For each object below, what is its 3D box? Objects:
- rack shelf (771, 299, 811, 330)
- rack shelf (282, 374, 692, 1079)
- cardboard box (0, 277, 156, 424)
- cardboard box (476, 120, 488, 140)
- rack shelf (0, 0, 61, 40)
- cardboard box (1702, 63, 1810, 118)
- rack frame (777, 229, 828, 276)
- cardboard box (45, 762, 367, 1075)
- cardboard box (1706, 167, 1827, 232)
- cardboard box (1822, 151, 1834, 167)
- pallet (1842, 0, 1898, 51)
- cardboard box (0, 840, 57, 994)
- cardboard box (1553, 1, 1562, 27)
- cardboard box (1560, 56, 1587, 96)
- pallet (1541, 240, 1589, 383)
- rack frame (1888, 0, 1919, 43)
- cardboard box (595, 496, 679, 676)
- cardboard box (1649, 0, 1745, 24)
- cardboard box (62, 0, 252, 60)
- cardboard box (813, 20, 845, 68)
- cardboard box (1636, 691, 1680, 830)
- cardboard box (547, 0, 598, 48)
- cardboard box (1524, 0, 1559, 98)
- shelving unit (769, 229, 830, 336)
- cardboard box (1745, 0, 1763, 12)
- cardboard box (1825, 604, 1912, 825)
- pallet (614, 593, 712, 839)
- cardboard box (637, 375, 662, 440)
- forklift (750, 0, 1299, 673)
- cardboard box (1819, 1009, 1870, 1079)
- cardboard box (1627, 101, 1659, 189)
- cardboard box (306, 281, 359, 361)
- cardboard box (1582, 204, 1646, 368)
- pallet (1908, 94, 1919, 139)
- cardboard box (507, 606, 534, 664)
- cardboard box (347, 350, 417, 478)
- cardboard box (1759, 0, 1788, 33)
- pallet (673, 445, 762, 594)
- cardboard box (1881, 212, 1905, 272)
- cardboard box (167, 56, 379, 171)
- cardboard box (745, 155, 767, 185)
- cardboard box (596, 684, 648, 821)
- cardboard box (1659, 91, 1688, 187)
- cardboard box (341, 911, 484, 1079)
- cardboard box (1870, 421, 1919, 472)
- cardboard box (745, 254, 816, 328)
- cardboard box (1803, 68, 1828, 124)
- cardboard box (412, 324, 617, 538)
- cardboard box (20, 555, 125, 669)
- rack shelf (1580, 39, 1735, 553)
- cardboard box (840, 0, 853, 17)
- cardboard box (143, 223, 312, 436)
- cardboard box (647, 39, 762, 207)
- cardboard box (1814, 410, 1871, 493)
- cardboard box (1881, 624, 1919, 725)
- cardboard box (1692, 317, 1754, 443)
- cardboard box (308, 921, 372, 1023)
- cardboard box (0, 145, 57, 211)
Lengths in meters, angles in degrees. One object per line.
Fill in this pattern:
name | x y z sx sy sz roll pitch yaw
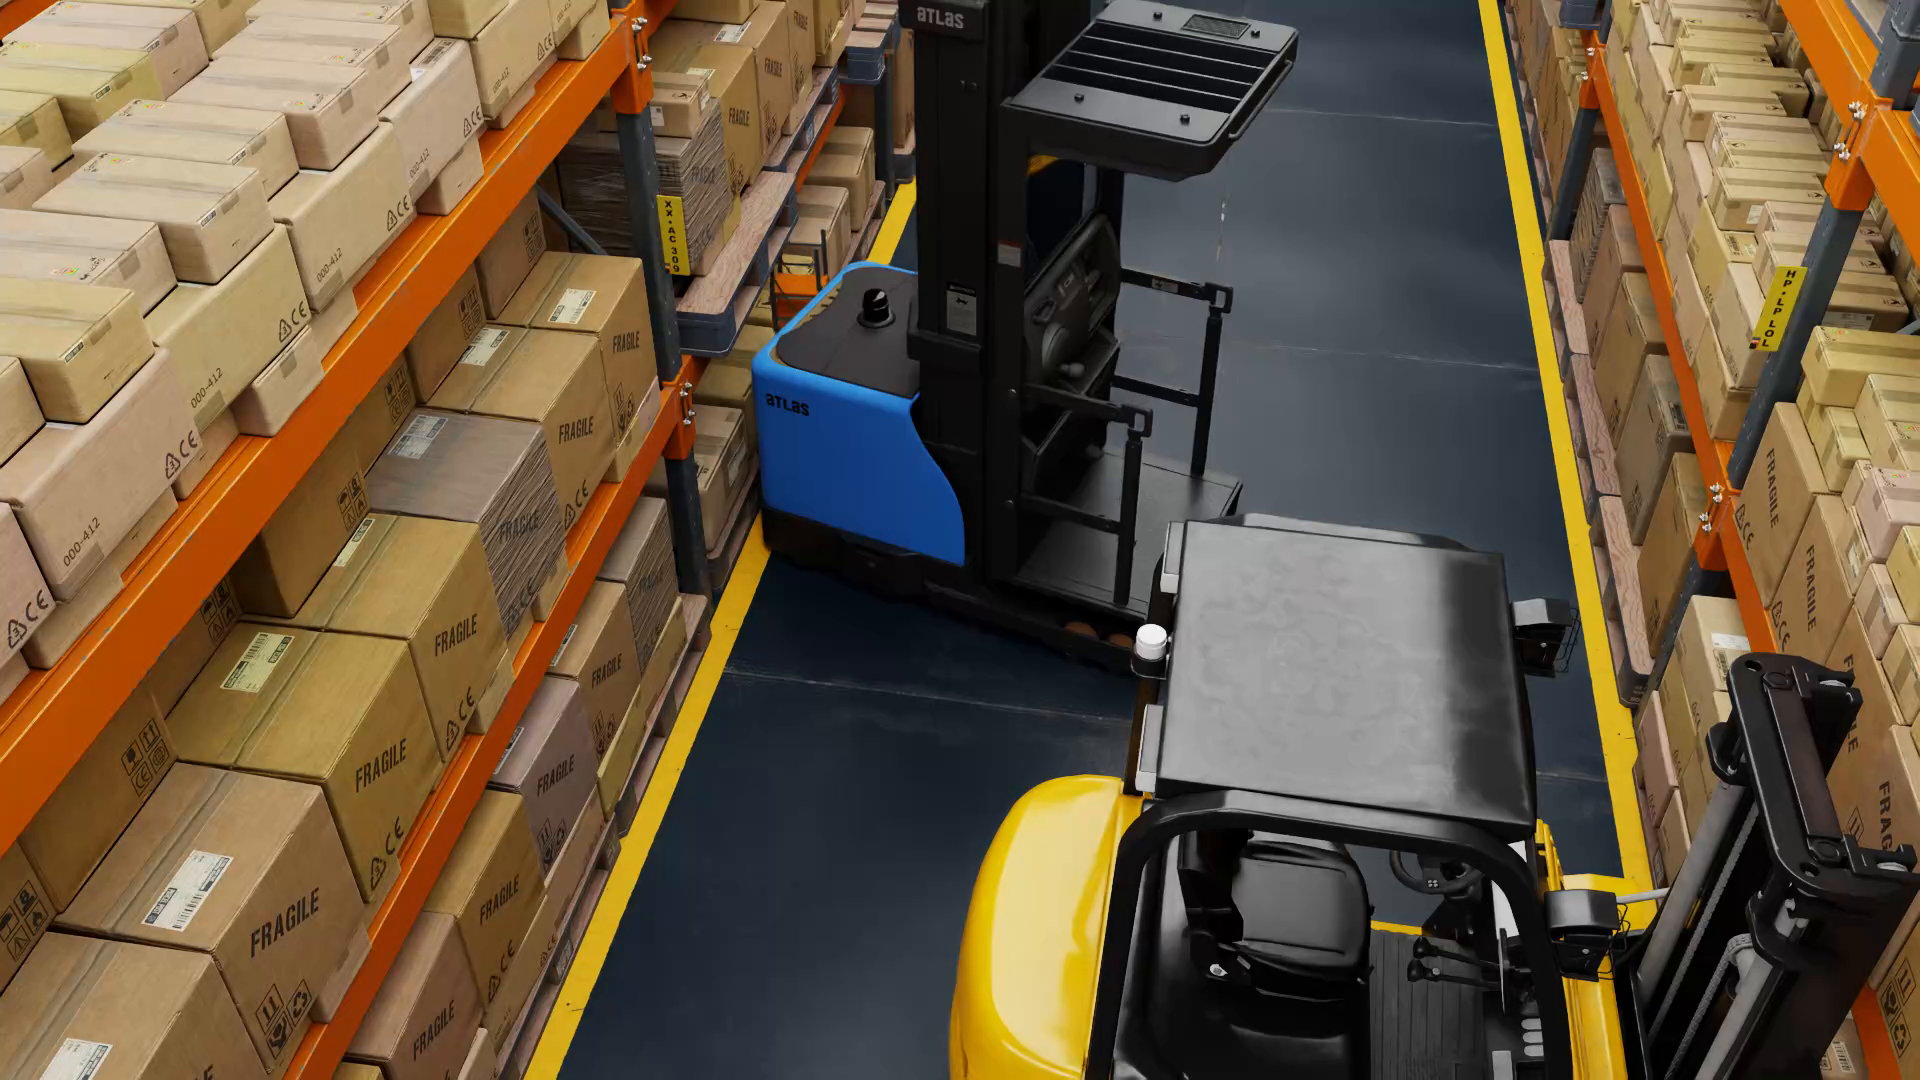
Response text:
rack shelf | -0.750 -1.073 7.894 0.258 0.103 0.180 3 40 5
rack shelf | -1.950 0.681 5.233 1.077 0.370 4.000 6 40 8
cardboard box | -1.785 -0.367 3.154 0.380 0.149 0.250 6 40 8
cardboard box | -1.600 -1.213 4.803 0.380 0.149 0.250 5 40 6
rack shelf | -6.151 -2.311 8.853 1.077 0.370 4.000 6 40 8
cardboard box | 3.469 -1.952 7.267 0.380 0.149 0.250 6 40 8
rack frame | -0.738 -0.980 8.089 0.240 1.200 0.006 3 40 5
cardboard box | -1.855 0.914 4.075 0.500 0.500 0.500 8 40 9
cardboard box | 3.162 -1.325 6.508 0.380 0.149 0.250 5 40 6
cardboard box | 3.823 -1.366 6.871 0.500 0.250 0.500 5 40 7
pallet | 3.425 -1.943 5.639 0.805 0.209 1.217 5 40 6
cardboard box | -2.423 0.776 3.458 0.700 0.500 0.500 5 40 7
cardboard box | 4.071 -3.432 10.767 0.380 0.149 0.250 5 40 6
cardboard box | 3.830 -2.778 9.975 0.380 0.149 0.250 4 40 5
pallet | 3.797 -1.229 9.168 1.003 0.211 1.213 6 40 8
rack frame | 3.285 -2.618 3.951 1.000 3.000 0.127 6 40 8
cardboard box | -1.442 0.159 6.541 0.500 0.500 0.500 6 40 7
cardboard box | 3.568 -2.606 8.057 0.380 0.149 0.250 7 40 9
cardboard box | -2.116 -1.402 4.405 0.380 0.149 0.250 5 40 6
cardboard box | -0.797 -2.524 8.413 0.380 0.149 0.250 7 40 8
cardboard box | 2.876 0.859 6.282 0.500 0.250 0.500 7 40 8
cardboard box | -1.416 -1.756 5.147 0.500 0.250 0.500 6 40 7
cardboard box | 4.095 -3.274 11.085 0.500 0.500 0.500 5 40 6
shelving unit | -0.748 -0.922 8.019 0.258 1.200 0.189 3 40 5
cardboard box | 4.174 -2.639 8.410 0.500 0.250 0.500 7 40 9
cardboard box | 2.791 0.552 4.747 0.500 0.500 0.500 6 40 7
pallet | -1.685 0.649 6.896 1.003 0.211 1.213 6 40 8
cardboard box | -1.359 -0.519 6.318 0.380 0.149 0.250 6 40 7
forklift | 0.643 -0.948 6.694 3.031 2.935 1.130 17 42 19
cardboard box | 2.621 1.437 4.798 0.500 0.250 0.500 6 40 7
cardboard box | 3.486 -1.868 7.870 0.500 0.250 0.500 5 40 6
cardboard box | -1.694 -0.554 4.006 0.380 0.149 0.250 5 40 6
cardboard box | 3.751 -1.262 8.554 0.875 0.625 0.625 8 40 9
pallet | 3.163 -0.890 4.285 1.003 0.211 1.213 6 40 8
cardboard box | -1.606 0.276 5.356 0.380 0.149 0.250 6 40 7
cardboard box | -2.117 -0.507 5.010 0.700 0.500 0.500 6 40 7
cardboard box | 4.080 -2.546 7.985 0.380 0.149 0.250 6 40 8
pallet | -1.471 -0.265 8.002 1.003 0.211 1.213 6 40 8
cardboard box | 3.700 -1.111 6.249 0.380 0.149 0.250 6 40 8
cardboard box | -1.618 -1.011 3.933 0.380 0.149 0.250 7 40 8
cardboard box | -1.086 -1.727 7.449 0.380 0.149 0.250 7 40 8
cardboard box | -1.524 0.783 6.374 0.500 0.250 0.500 5 40 6
cardboard box | 3.400 -1.736 7.318 0.500 0.250 0.500 7 40 8
cardboard box | -1.795 1.449 4.980 0.500 0.500 0.500 5 40 6
cardboard box | 2.946 -0.207 4.922 0.380 0.149 0.250 6 40 7
cardboard box | -1.276 -1.218 8.698 0.950 0.372 0.625 8 40 9
cardboard box | 3.874 -1.913 7.219 0.380 0.149 0.250 7 40 9
cardboard box | -1.518 -0.374 5.633 0.500 0.500 0.500 8 40 9
cardboard box | -1.882 0.090 3.226 0.380 0.149 0.250 7 40 9
rack shelf | 3.631 -1.284 7.610 1.077 0.370 4.000 6 40 8
cardboard box | -0.795 -3.035 8.522 0.500 0.500 0.500 6 40 7
cardboard box | -1.785 -0.482 3.606 0.500 0.250 0.500 8 40 9
cardboard box | -1.154 -1.743 6.960 0.500 0.500 0.500 7 40 8
cardboard box | 2.928 -0.261 5.221 0.380 0.149 0.250 7 40 9
cardboard box | 2.721 0.377 4.450 0.380 0.149 0.250 5 40 6
cardboard box | 3.115 -0.593 6.328 0.500 0.250 0.500 7 40 9
cardboard box | -1.789 1.094 4.367 0.380 0.149 0.250 7 40 8
cardboard box | -2.205 -0.739 3.605 0.380 0.149 0.250 5 40 6
